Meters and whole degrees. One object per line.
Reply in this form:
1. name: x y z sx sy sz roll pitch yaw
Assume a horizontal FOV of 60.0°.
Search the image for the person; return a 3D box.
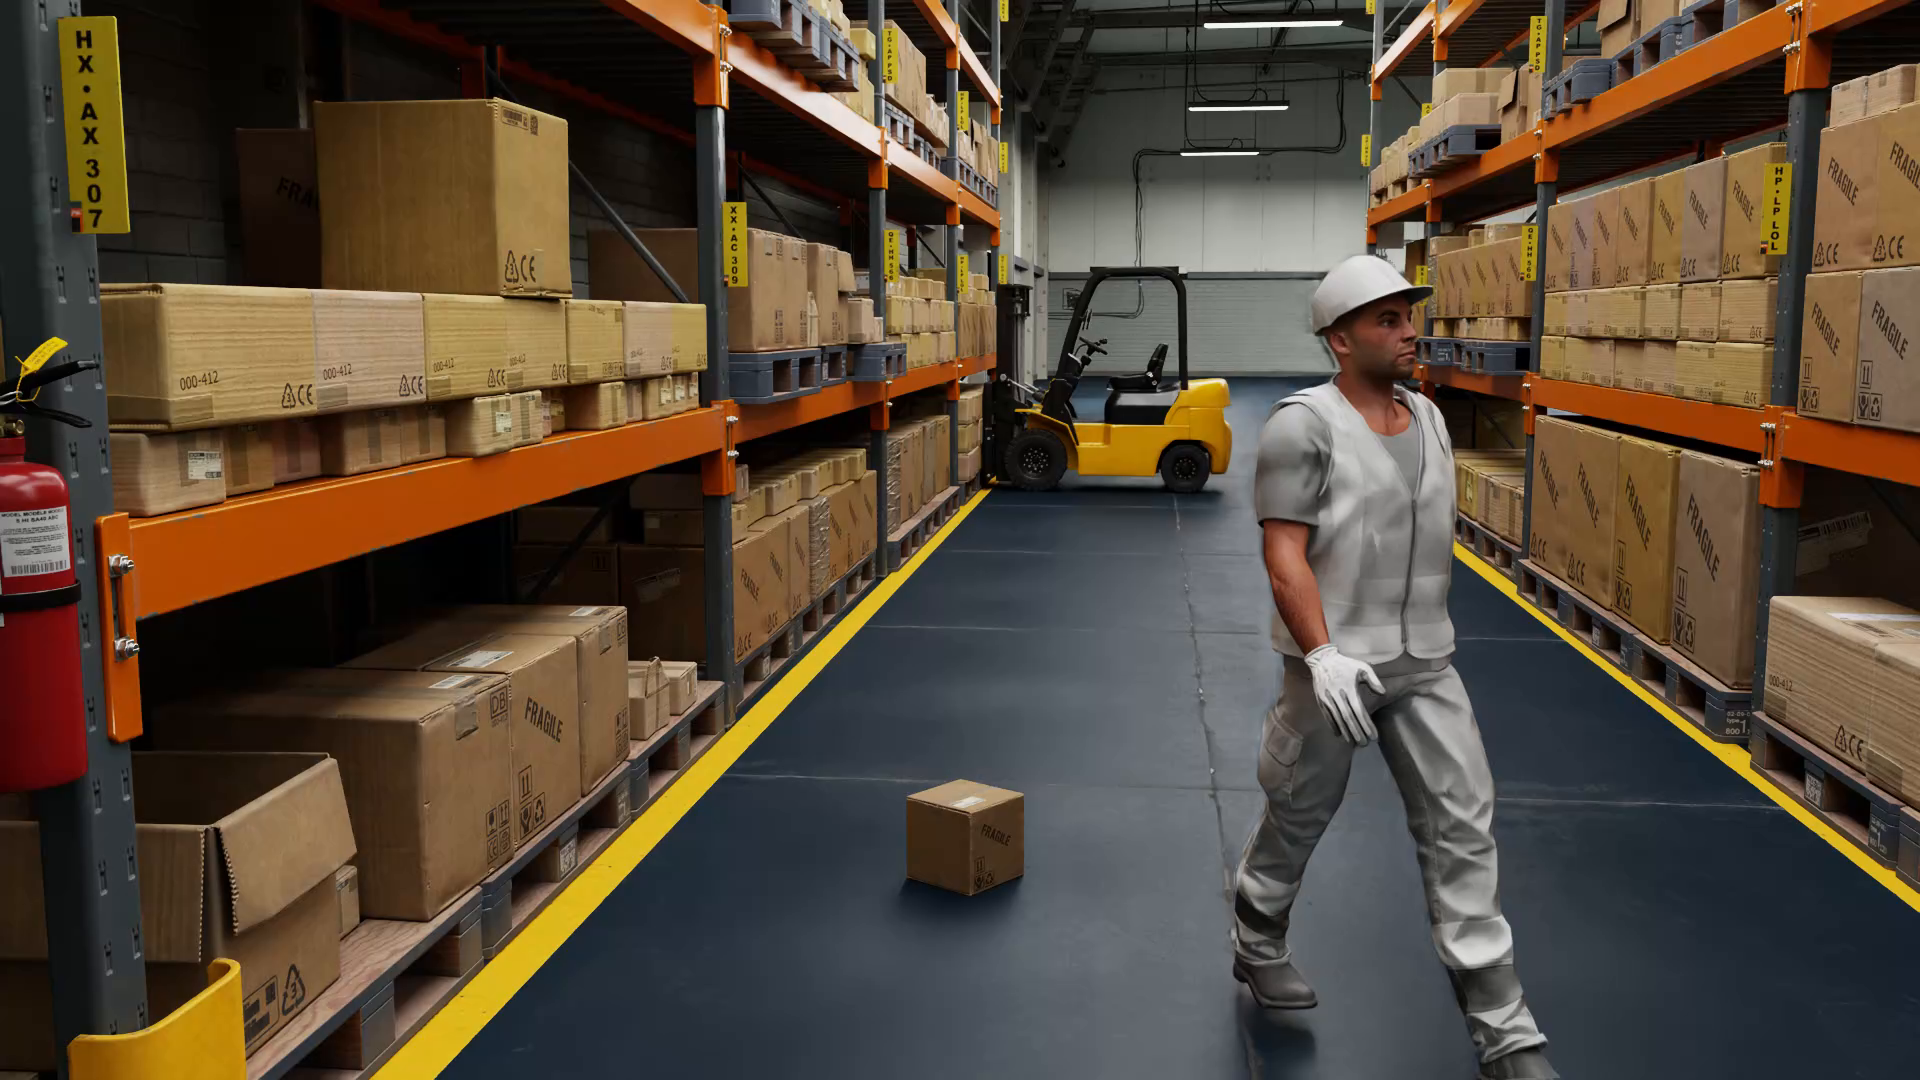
1. person: 0.913 0.267 3.519 0.536 1.726 1.016 -3 8 -23
